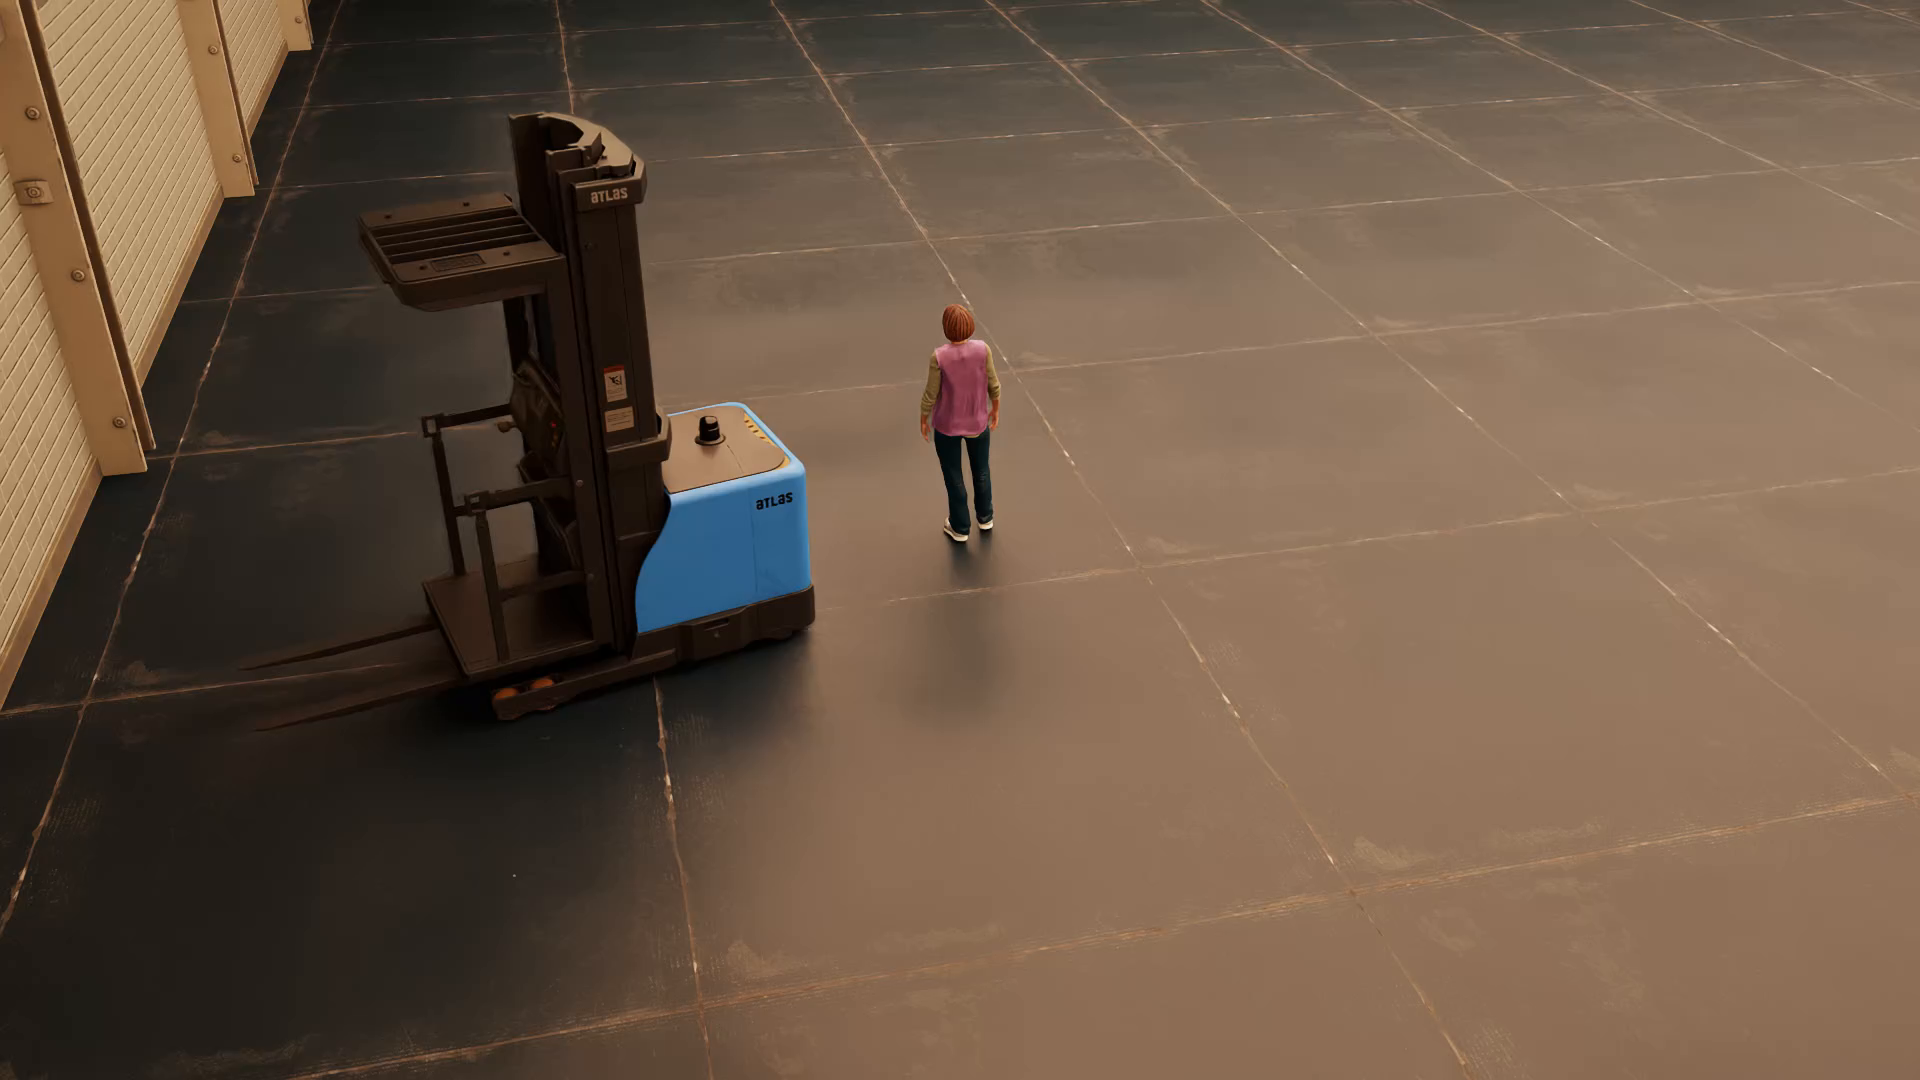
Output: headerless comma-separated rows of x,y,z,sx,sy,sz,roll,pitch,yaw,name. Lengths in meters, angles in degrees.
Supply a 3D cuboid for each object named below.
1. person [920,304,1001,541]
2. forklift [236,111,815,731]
-0.004,-0.735,10.162,0.521,1.599,0.473,-7,31,-12,person
-2.381,-0.614,8.634,3.031,2.935,1.130,-15,33,-24,forklift
